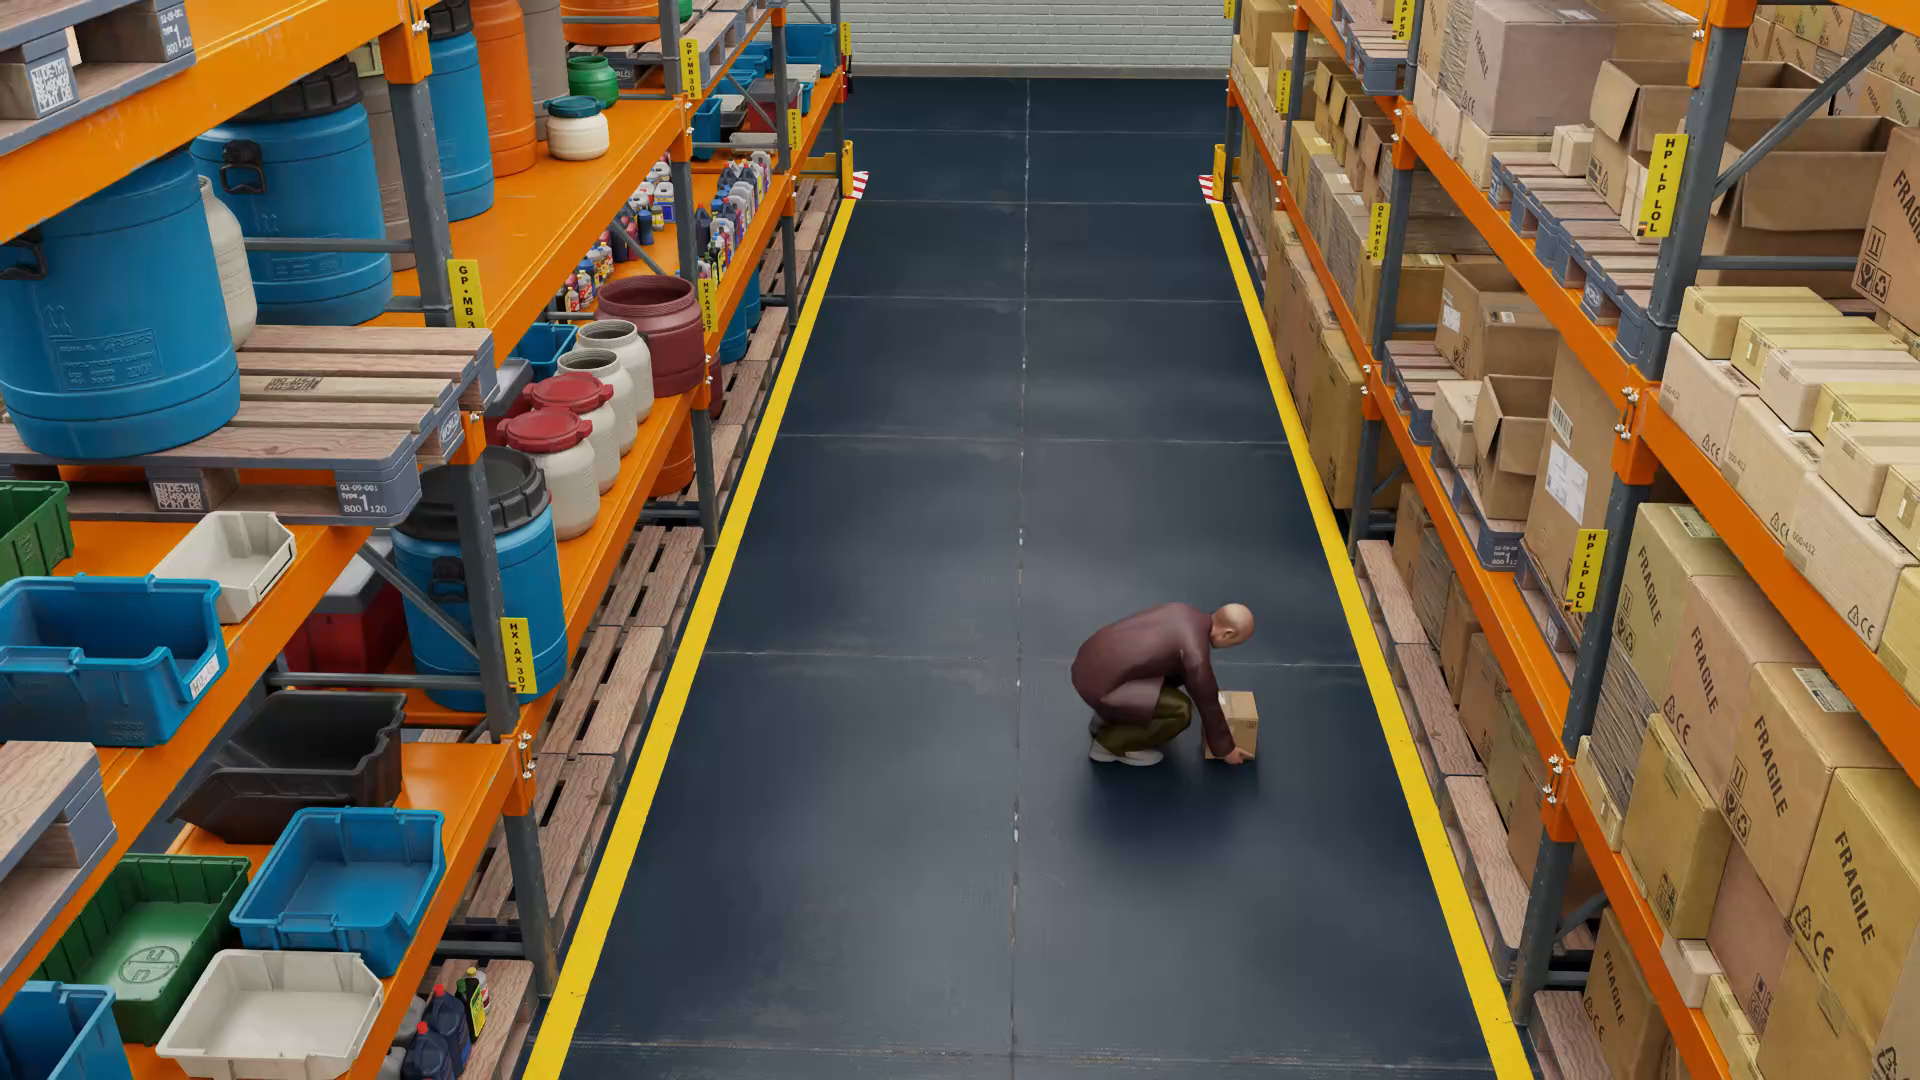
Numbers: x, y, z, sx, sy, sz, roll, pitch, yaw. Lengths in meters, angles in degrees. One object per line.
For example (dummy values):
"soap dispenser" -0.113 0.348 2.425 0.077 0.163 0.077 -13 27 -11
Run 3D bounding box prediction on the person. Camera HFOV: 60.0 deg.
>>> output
"person" 1.020 0.747 8.382 0.930 0.855 0.581 1 28 1
